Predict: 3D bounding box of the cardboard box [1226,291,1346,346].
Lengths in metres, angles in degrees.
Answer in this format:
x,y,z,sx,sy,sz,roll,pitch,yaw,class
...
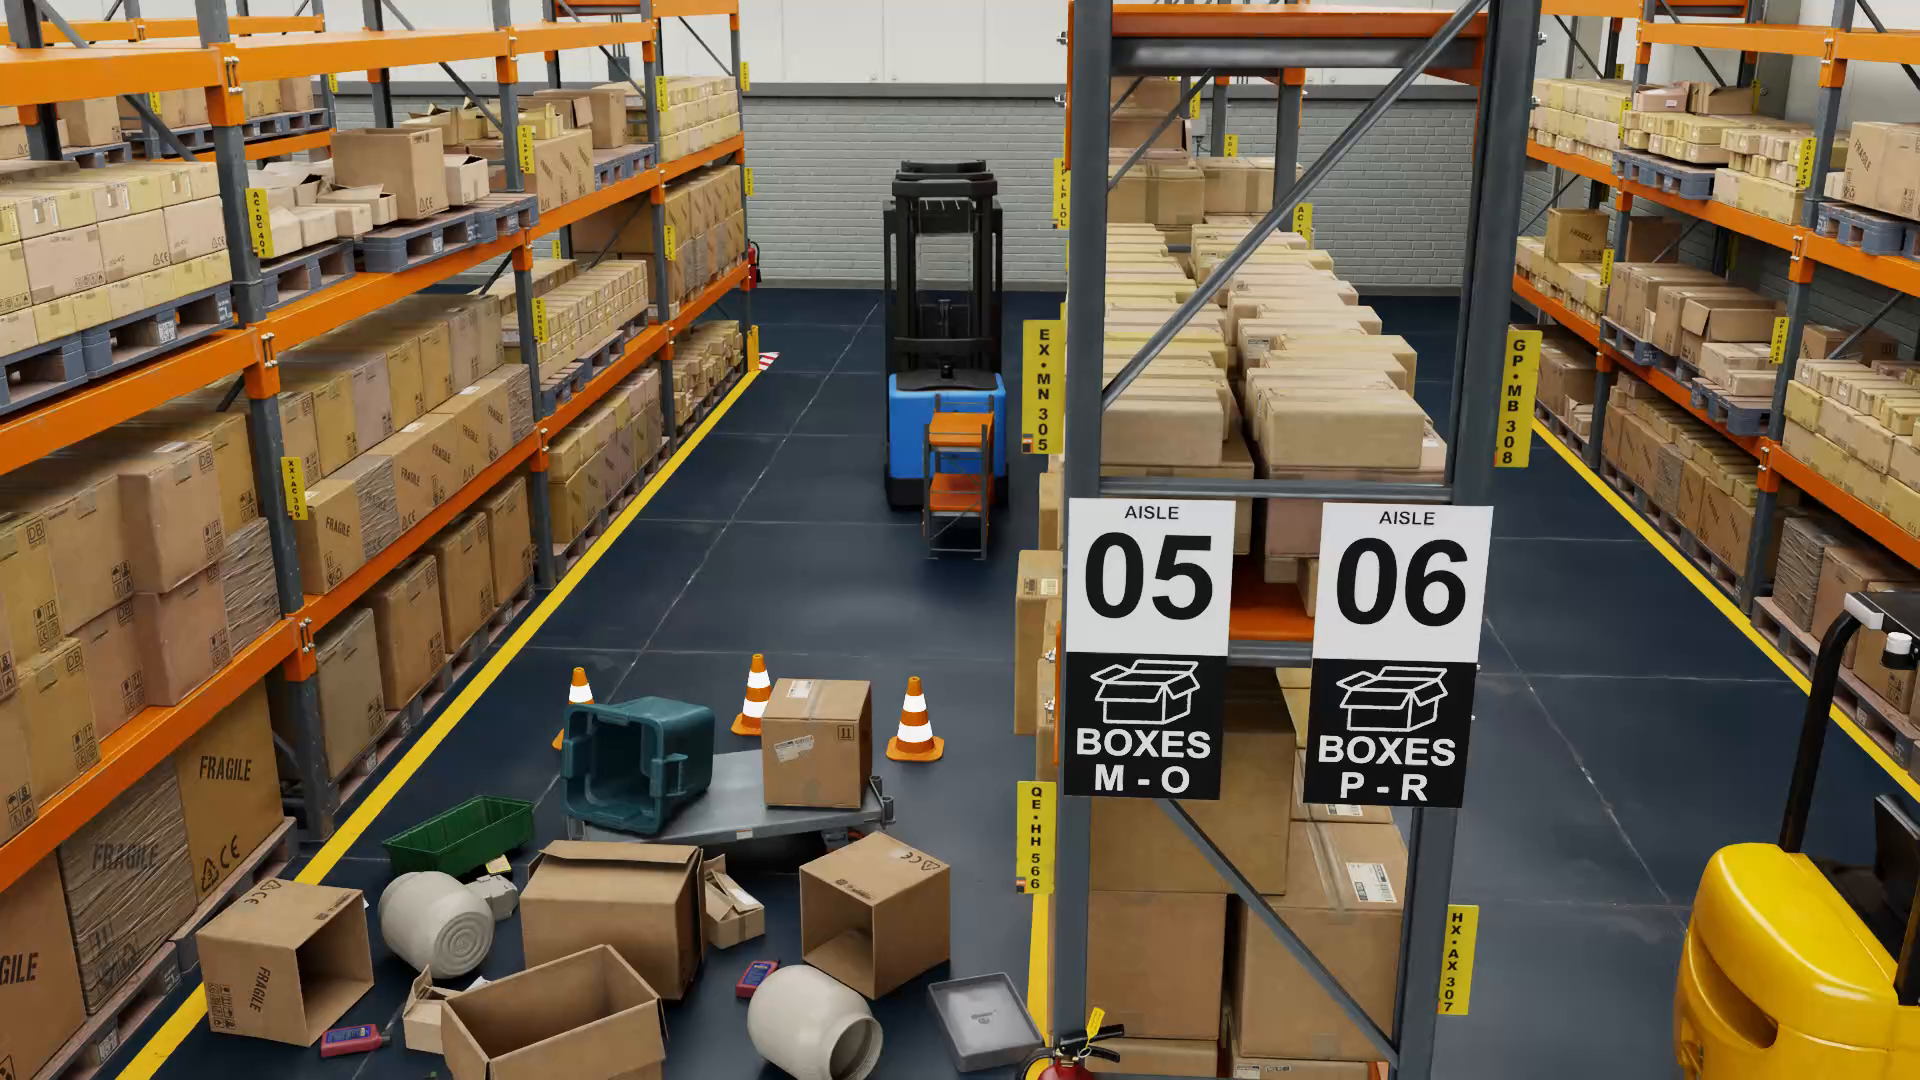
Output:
x,y,z,sx,sy,sz,roll,pitch,yaw,class
1.121,-0.762,5.738,0.380,0.149,0.250,2,18,5,cardboard box

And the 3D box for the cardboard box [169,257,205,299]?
x,y,z,sx,sy,sz,roll,pitch,yaw,class
-3.631,-1.176,7.445,0.380,0.149,0.250,2,18,5,cardboard box

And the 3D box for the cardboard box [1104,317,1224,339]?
x,y,z,sx,sy,sz,roll,pitch,yaw,class
0.632,-0.609,5.269,0.380,0.149,0.250,1,18,4,cardboard box

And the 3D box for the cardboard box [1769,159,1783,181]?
x,y,z,sx,sy,sz,roll,pitch,yaw,class
6.144,-2.695,12.113,0.380,0.149,0.250,2,18,5,cardboard box

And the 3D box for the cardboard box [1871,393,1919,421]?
x,y,z,sx,sy,sz,roll,pitch,yaw,class
5.955,-0.815,10.389,0.380,0.149,0.250,1,18,5,cardboard box

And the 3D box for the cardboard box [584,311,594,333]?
x,y,z,sx,sy,sz,roll,pitch,yaw,class
-3.294,-1.831,13.944,0.380,0.149,0.250,1,18,3,cardboard box

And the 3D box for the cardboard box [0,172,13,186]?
x,y,z,sx,sy,sz,roll,pitch,yaw,class
-4.307,-1.490,7.123,0.380,0.149,0.250,1,18,3,cardboard box

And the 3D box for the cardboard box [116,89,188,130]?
x,y,z,sx,sy,sz,roll,pitch,yaw,class
-8.277,-4.412,16.758,0.700,0.500,0.500,0,18,1,cardboard box

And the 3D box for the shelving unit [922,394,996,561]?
x,y,z,sx,sy,sz,roll,pitch,yaw,class
0.000,-0.537,13.754,0.538,1.125,1.048,1,18,4,shelving unit

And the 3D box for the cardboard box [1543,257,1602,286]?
x,y,z,sx,sy,sz,roll,pitch,yaw,class
6.464,-2.821,17.478,0.500,0.250,0.500,1,18,2,cardboard box

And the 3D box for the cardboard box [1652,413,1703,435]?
x,y,z,sx,sy,sz,roll,pitch,yaw,class
6.261,-1.002,14.460,0.380,0.149,0.250,1,18,4,cardboard box

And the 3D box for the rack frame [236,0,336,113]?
x,y,z,sx,sy,sz,roll,pitch,yaw,class
-7.986,-6.541,19.433,1.000,3.000,0.127,1,18,4,rack frame

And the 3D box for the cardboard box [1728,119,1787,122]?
x,y,z,sx,sy,sz,roll,pitch,yaw,class
6.580,-3.396,13.743,0.380,0.149,0.250,1,18,2,cardboard box

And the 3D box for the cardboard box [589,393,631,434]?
x,y,z,sx,sy,sz,roll,pitch,yaw,class
-3.208,-1.113,14.638,0.500,0.250,0.500,0,18,1,cardboard box

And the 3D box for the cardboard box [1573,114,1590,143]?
x,y,z,sx,sy,sz,roll,pitch,yaw,class
6.423,-4.088,16.529,0.500,0.250,0.500,2,18,5,cardboard box

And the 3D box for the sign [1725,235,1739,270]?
x,y,z,sx,sy,sz,roll,pitch,yaw,class
7.117,-2.656,15.352,0.100,0.325,0.005,1,18,4,sign

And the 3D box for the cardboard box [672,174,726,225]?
x,y,z,sx,sy,sz,roll,pitch,yaw,class
-2.895,-3.745,18.292,0.500,0.500,0.500,2,18,7,cardboard box

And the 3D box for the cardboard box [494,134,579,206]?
x,y,z,sx,sy,sz,roll,pitch,yaw,class
-3.284,-2.863,12.866,0.500,0.500,0.500,1,18,4,cardboard box

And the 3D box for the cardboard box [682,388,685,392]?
x,y,z,sx,sy,sz,roll,pitch,yaw,class
-3.077,-1.554,17.276,0.380,0.149,0.250,1,18,4,cardboard box

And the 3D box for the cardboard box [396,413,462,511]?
x,y,z,sx,sy,sz,roll,pitch,yaw,class
-3.490,-0.496,10.458,0.500,0.500,0.500,2,18,5,cardboard box

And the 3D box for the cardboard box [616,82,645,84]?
x,y,z,sx,sy,sz,roll,pitch,yaw,class
-3.470,-4.835,17.841,0.380,0.149,0.250,2,18,6,cardboard box

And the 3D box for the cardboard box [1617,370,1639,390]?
x,y,z,sx,sy,sz,roll,pitch,yaw,class
6.332,-1.471,15.417,0.380,0.149,0.250,1,18,3,cardboard box

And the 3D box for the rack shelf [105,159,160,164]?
x,y,z,sx,sy,sz,roll,pitch,yaw,class
-8.416,-2.910,14.325,1.077,0.370,4.000,1,18,4,rack shelf

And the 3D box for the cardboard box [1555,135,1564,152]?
x,y,z,sx,sy,sz,roll,pitch,yaw,class
6.388,-4.098,17.197,0.380,0.149,0.250,1,18,4,cardboard box

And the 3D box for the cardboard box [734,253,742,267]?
x,y,z,sx,sy,sz,roll,pitch,yaw,class
-2.787,-3.321,19.645,0.380,0.149,0.250,1,18,4,cardboard box

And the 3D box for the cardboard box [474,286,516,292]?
x,y,z,sx,sy,sz,roll,pitch,yaw,class
-3.927,-2.071,14.200,0.380,0.149,0.250,2,18,6,cardboard box

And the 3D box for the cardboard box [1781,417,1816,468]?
x,y,z,sx,sy,sz,roll,pitch,yaw,class
6.001,-0.671,11.394,0.500,0.250,0.500,1,18,4,cardboard box

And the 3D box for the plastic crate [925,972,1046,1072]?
x,y,z,sx,sy,sz,roll,pitch,yaw,class
0.108,2.115,7.341,0.402,0.080,0.583,-5,19,-15,plastic crate

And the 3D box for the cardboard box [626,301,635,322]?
x,y,z,sx,sy,sz,roll,pitch,yaw,class
-3.202,-2.100,15.244,0.380,0.149,0.250,1,18,4,cardboard box

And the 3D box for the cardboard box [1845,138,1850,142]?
x,y,z,sx,sy,sz,roll,pitch,yaw,class
6.642,-2.822,12.025,0.380,0.149,0.250,1,18,4,cardboard box

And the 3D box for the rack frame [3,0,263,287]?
x,y,z,sx,sy,sz,roll,pitch,yaw,class
-3.906,-2.672,7.626,1.000,3.000,0.127,1,18,4,rack frame

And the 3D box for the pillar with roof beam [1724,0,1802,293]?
x,y,z,sx,sy,sz,roll,pitch,yaw,class
3.218,-5.260,15.524,9.100,9.000,0.400,1,18,4,pillar with roof beam

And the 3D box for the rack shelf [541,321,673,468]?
x,y,z,sx,sy,sz,roll,pitch,yaw,class
-3.476,-1.343,14.359,1.077,0.370,4.000,1,18,4,rack shelf

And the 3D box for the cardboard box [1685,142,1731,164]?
x,y,z,sx,sy,sz,roll,pitch,yaw,class
6.060,-3.108,13.343,0.380,0.149,0.250,2,18,5,cardboard box

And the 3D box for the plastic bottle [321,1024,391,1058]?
x,y,z,sx,sy,sz,roll,pitch,yaw,class
-2.616,2.166,7.214,0.283,0.061,0.133,-5,19,-15,plastic bottle

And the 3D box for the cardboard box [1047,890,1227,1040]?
x,y,z,sx,sy,sz,roll,pitch,yaw,class
0.516,1.137,4.998,0.500,0.500,0.500,1,18,3,cardboard box

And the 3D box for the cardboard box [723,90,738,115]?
x,y,z,sx,sy,sz,roll,pitch,yaw,class
-2.825,-4.991,18.958,0.500,0.250,0.500,1,18,2,cardboard box

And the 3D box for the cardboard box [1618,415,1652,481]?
x,y,z,sx,sy,sz,roll,pitch,yaw,class
6.275,-0.818,14.942,0.500,0.500,0.500,1,18,3,cardboard box

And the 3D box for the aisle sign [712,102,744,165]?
x,y,z,sx,sy,sz,roll,pitch,yaw,class
-2.741,-4.799,19.578,0.394,0.787,0.004,1,18,4,aisle sign

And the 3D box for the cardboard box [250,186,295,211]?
x,y,z,sx,sy,sz,roll,pitch,yaw,class
-4.037,-1.811,9.220,0.500,0.250,0.500,1,18,3,cardboard box

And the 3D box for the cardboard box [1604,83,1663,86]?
x,y,z,sx,sy,sz,roll,pitch,yaw,class
7.032,-4.626,17.367,0.500,0.250,0.500,1,18,4,cardboard box

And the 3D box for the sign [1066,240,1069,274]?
x,y,z,sx,sy,sz,roll,pitch,yaw,class
1.058,-2.688,15.790,0.100,0.325,0.005,1,18,4,sign

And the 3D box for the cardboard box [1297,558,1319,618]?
x,y,z,sx,sy,sz,roll,pitch,yaw,class
1.099,0.099,4.391,0.380,0.149,0.250,1,18,4,cardboard box

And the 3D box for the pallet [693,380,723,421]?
x,y,z,sx,sy,sz,roll,pitch,yaw,class
-3.235,-1.570,18.375,1.003,0.211,1.213,1,18,4,pallet

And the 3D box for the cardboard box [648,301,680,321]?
x,y,z,sx,sy,sz,roll,pitch,yaw,class
-2.986,-2.267,16.428,0.380,0.149,0.250,2,18,6,cardboard box

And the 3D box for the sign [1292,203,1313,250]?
x,y,z,sx,sy,sz,roll,pitch,yaw,class
1.580,-1.403,7.741,0.100,0.325,0.005,1,18,4,sign

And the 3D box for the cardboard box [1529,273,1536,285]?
x,y,z,sx,sy,sz,roll,pitch,yaw,class
6.517,-2.904,18.373,0.380,0.149,0.250,2,18,6,cardboard box

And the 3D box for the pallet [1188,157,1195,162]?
x,y,z,sx,sy,sz,roll,pitch,yaw,class
1.595,-3.275,14.591,0.805,0.209,1.217,1,18,2,pallet

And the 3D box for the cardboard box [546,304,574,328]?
x,y,z,sx,sy,sz,roll,pitch,yaw,class
-3.335,-1.807,13.395,0.380,0.149,0.250,1,18,2,cardboard box

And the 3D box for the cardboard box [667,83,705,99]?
x,y,z,sx,sy,sz,roll,pitch,yaw,class
-2.909,-4.742,17.558,0.380,0.149,0.250,1,18,2,cardboard box

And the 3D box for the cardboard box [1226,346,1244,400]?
x,y,z,sx,sy,sz,roll,pitch,yaw,class
1.111,-0.463,5.464,0.500,0.250,0.500,2,18,6,cardboard box

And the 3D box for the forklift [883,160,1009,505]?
x,y,z,sx,sy,sz,roll,pitch,yaw,class
-0.166,-2.110,15.654,1.130,2.935,3.031,-1,18,-2,forklift

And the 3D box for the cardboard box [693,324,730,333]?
x,y,z,sx,sy,sz,roll,pitch,yaw,class
-2.906,-2.429,19.466,0.380,0.149,0.250,2,18,5,cardboard box

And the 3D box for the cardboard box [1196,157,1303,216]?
x,y,z,sx,sy,sz,roll,pitch,yaw,class
1.506,-1.861,8.731,0.500,0.250,0.500,1,18,3,cardboard box

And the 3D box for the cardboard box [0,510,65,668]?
x,y,z,sx,sy,sz,roll,pitch,yaw,class
-4.096,0.211,6.486,0.875,0.550,0.500,1,18,4,cardboard box

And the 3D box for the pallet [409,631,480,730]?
x,y,z,sx,sy,sz,roll,pitch,yaw,class
-3.841,0.883,10.890,1.003,0.211,1.213,1,18,4,pallet

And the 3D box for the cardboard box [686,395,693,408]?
x,y,z,sx,sy,sz,roll,pitch,yaw,class
-3.001,-1.417,17.336,0.380,0.149,0.250,1,18,4,cardboard box
